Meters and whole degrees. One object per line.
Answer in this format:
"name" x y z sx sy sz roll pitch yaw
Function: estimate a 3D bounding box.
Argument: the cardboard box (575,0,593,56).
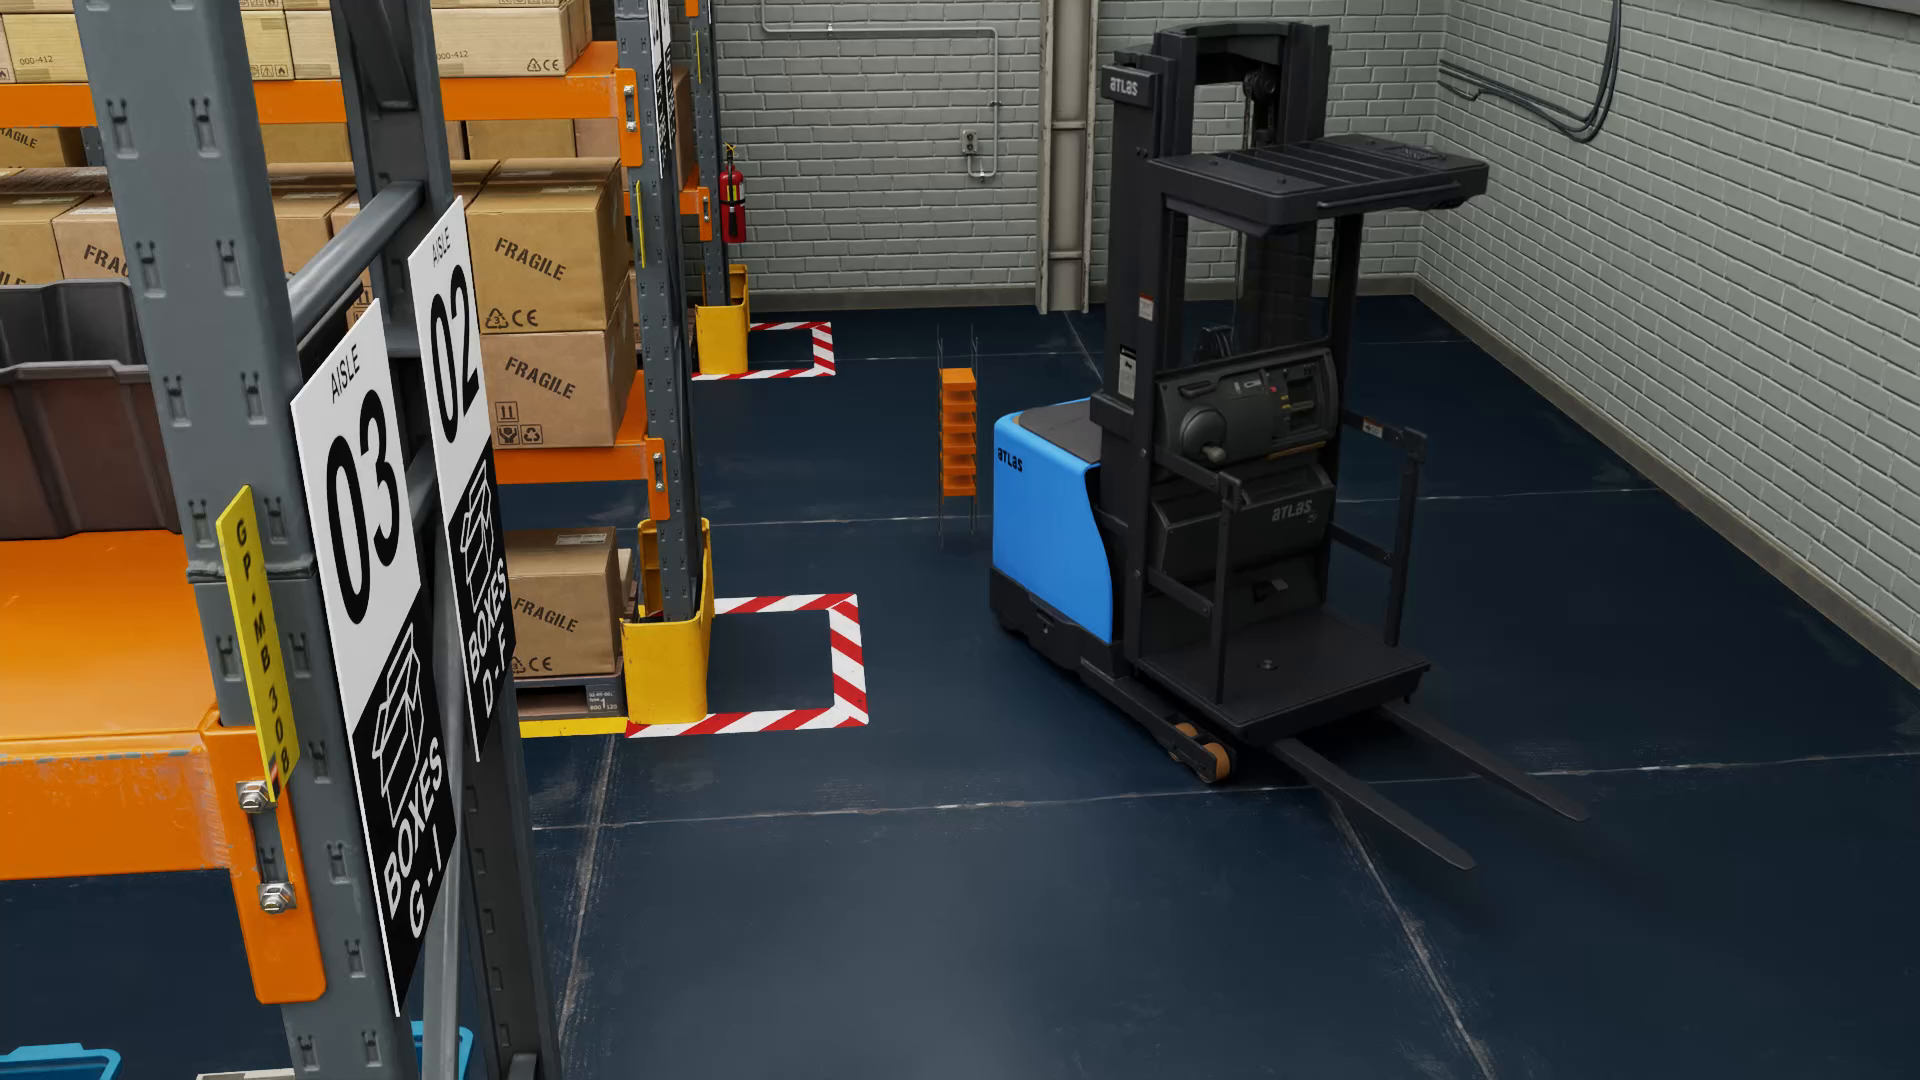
"cardboard box" -1.823 -2.174 6.940 0.500 0.250 0.500 -2 24 -5

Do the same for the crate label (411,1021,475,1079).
"crate label" -1.081 1.138 3.128 0.303 0.233 0.416 -2 24 -5

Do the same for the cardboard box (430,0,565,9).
"cardboard box" -1.772 -2.197 6.376 0.500 0.250 0.500 -2 24 -5

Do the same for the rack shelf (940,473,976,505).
"rack shelf" -0.014 -0.288 9.121 0.180 0.103 0.258 -2 24 -5

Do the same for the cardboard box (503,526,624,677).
"cardboard box" -1.803 0.273 7.480 0.500 0.500 0.500 -2 24 -5

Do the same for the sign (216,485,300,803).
"sign" -0.733 0.111 1.742 0.005 0.325 0.100 -2 24 -5

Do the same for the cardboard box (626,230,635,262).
"cardboard box" -2.359 -2.156 12.168 0.250 0.149 0.380 -2 24 -5

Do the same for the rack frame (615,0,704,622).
"rack frame" -1.286 -0.790 7.334 0.127 3.000 1.000 -2 24 -5

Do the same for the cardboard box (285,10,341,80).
"cardboard box" -2.270 -1.949 6.434 0.500 0.250 0.500 -2 24 -5

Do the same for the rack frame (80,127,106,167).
"rack frame" -5.757 -2.632 11.479 0.127 3.000 1.000 -2 24 -5

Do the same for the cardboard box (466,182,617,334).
"cardboard box" -1.702 -1.164 6.821 0.500 0.500 0.500 -3 24 -6

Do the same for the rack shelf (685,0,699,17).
"rack shelf" -3.767 -3.754 11.196 4.000 0.370 1.077 -2 24 -5

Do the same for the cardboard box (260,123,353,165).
"cardboard box" -4.489 -2.811 11.513 0.700 0.700 0.980 -3 24 -6

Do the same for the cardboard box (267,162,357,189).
"cardboard box" -2.772 -1.339 7.216 0.500 0.500 0.500 -2 24 -4

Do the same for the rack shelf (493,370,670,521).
"rack shelf" -3.277 -0.381 7.300 4.000 0.370 1.077 -2 24 -5

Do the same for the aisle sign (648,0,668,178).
"aisle sign" -1.188 -1.857 6.534 0.004 0.787 0.394 -2 24 -5

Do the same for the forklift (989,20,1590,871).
"forklift" 1.336 -0.538 6.851 1.130 2.935 3.031 -14 27 -28

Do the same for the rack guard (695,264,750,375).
"rack guard" -1.753 -1.651 12.348 0.348 0.500 1.175 -2 24 -5

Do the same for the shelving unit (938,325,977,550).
"shelving unit" -0.014 -0.548 9.005 0.189 1.200 0.258 -2 24 -5

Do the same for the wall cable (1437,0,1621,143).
"wall cable" 3.887 -4.196 11.434 0.112 2.526 3.097 -2 24 -5

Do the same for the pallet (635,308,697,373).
"pallet" -2.565 -1.454 12.262 1.213 0.211 1.003 -2 24 -5

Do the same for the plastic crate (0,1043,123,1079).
"plastic crate" -1.736 1.165 3.069 0.300 0.233 0.416 -2 24 -5

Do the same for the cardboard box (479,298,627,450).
"cardboard box" -1.705 -0.708 7.026 0.500 0.500 0.500 -2 24 -4

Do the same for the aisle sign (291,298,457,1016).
"aisle sign" -0.703 0.140 2.041 0.004 0.787 0.394 -2 24 -5

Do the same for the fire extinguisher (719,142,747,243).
"fire extinguisher" -1.581 -2.406 11.524 0.183 0.674 0.296 -2 24 -5

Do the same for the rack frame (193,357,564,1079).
"rack frame" -0.803 1.212 2.829 0.127 3.000 1.000 -2 24 -5

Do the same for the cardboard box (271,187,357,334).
"cardboard box" -2.720 -1.120 6.724 0.500 0.500 0.500 -2 24 -4

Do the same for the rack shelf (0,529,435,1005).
"rack shelf" -2.793 0.250 2.186 4.000 0.370 1.077 -2 24 -5

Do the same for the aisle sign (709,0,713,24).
"aisle sign" -1.676 -3.862 11.044 0.004 0.787 0.394 -2 24 -5

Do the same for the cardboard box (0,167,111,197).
"cardboard box" -3.778 -1.299 7.126 0.500 0.500 0.500 -2 24 -5

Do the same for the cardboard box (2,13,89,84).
"cardboard box" -3.266 -1.911 6.347 0.500 0.250 0.500 -2 24 -5

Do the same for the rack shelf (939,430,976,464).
"rack shelf" -0.014 -0.507 9.023 0.180 0.103 0.258 -2 24 -5

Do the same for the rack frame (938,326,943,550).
"rack frame" -0.105 -0.544 8.997 0.006 1.200 0.240 -2 24 -5

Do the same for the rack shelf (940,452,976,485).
"rack shelf" -0.014 -0.397 9.072 0.180 0.103 0.258 -2 24 -5

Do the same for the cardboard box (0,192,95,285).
"cardboard box" -3.745 -1.079 6.630 0.500 0.500 0.500 -3 24 -7

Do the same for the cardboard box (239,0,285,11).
"cardboard box" -2.768 -2.158 6.289 0.500 0.250 0.500 -2 24 -5

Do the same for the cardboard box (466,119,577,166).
"cardboard box" -3.006 -2.871 11.647 0.700 0.700 0.980 -2 24 -6

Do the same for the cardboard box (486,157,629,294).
"cardboard box" -1.754 -1.381 7.311 0.500 0.500 0.500 -2 24 -4
